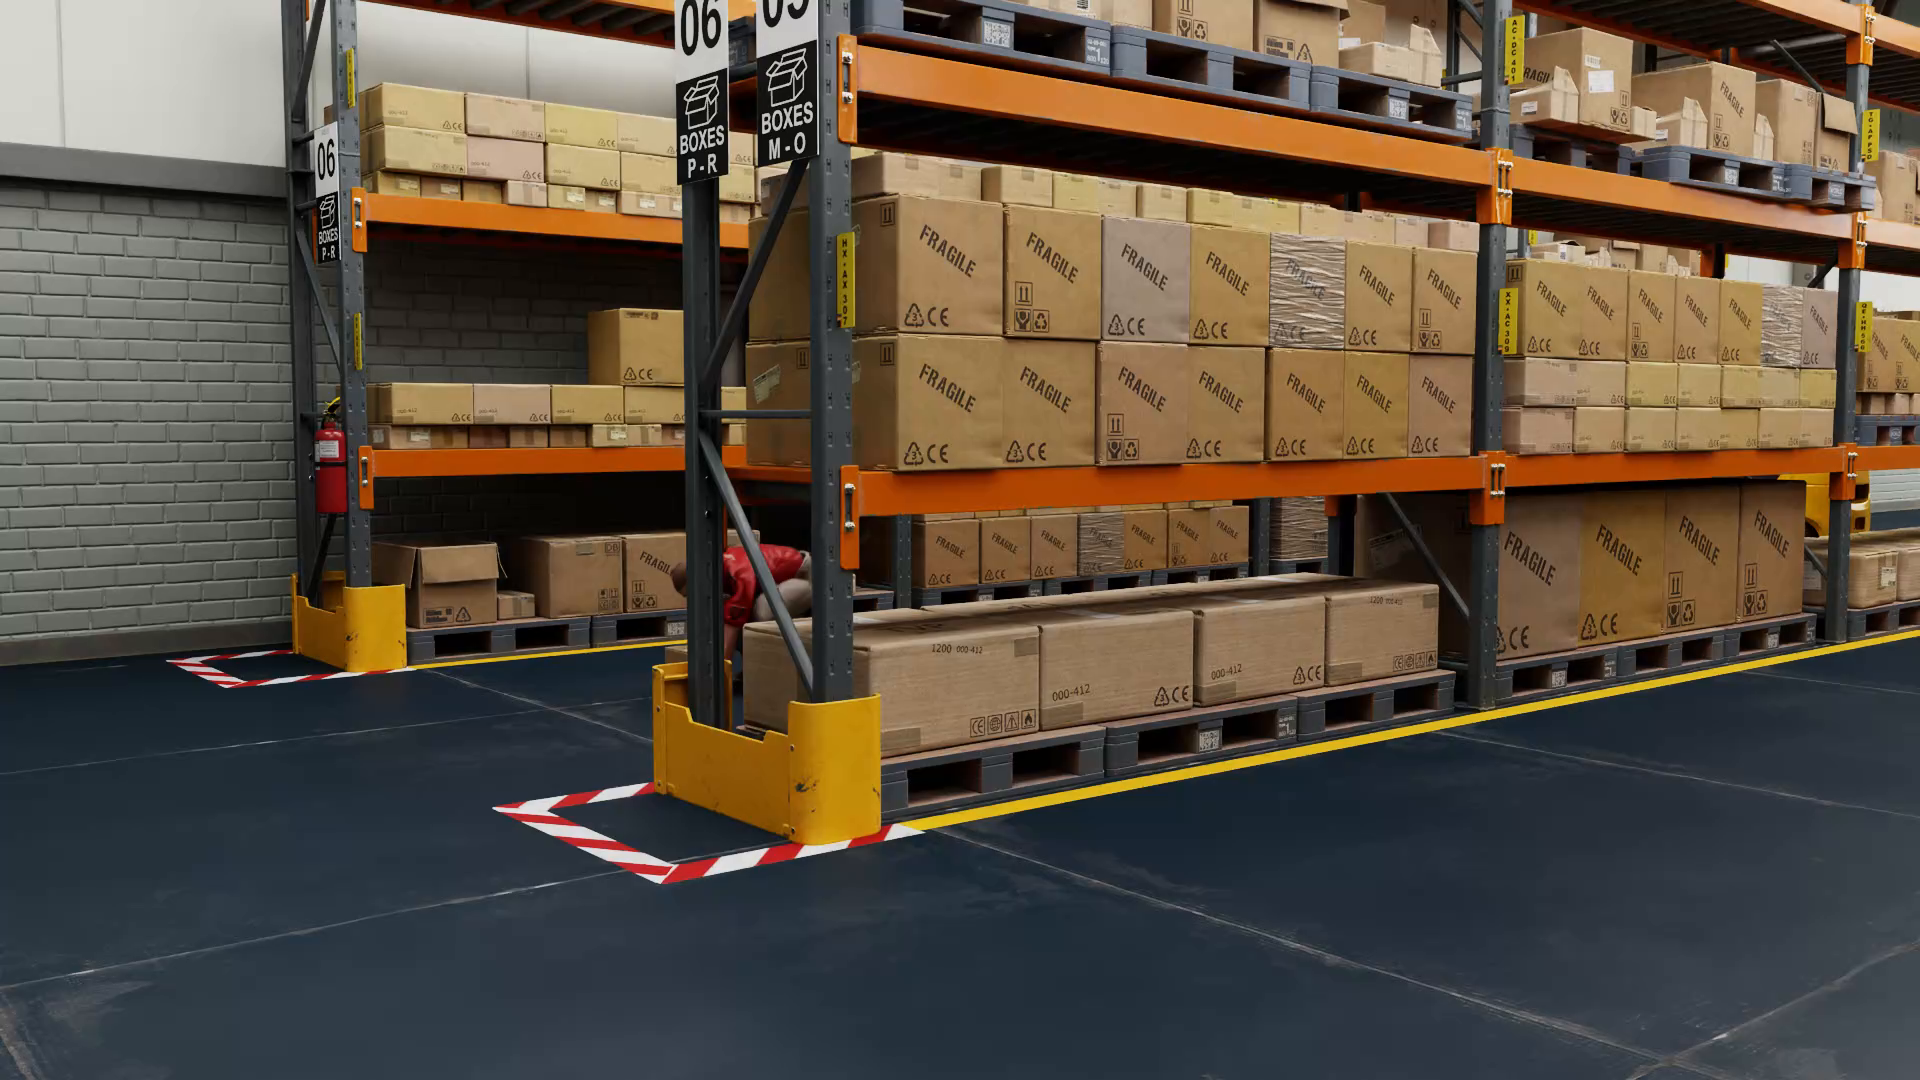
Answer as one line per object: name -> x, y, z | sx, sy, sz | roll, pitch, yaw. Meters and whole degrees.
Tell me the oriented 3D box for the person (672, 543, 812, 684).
person -> -1.182, 0.433, 9.208 | 0.953, 0.814, 0.520 | -4, 6, -40
